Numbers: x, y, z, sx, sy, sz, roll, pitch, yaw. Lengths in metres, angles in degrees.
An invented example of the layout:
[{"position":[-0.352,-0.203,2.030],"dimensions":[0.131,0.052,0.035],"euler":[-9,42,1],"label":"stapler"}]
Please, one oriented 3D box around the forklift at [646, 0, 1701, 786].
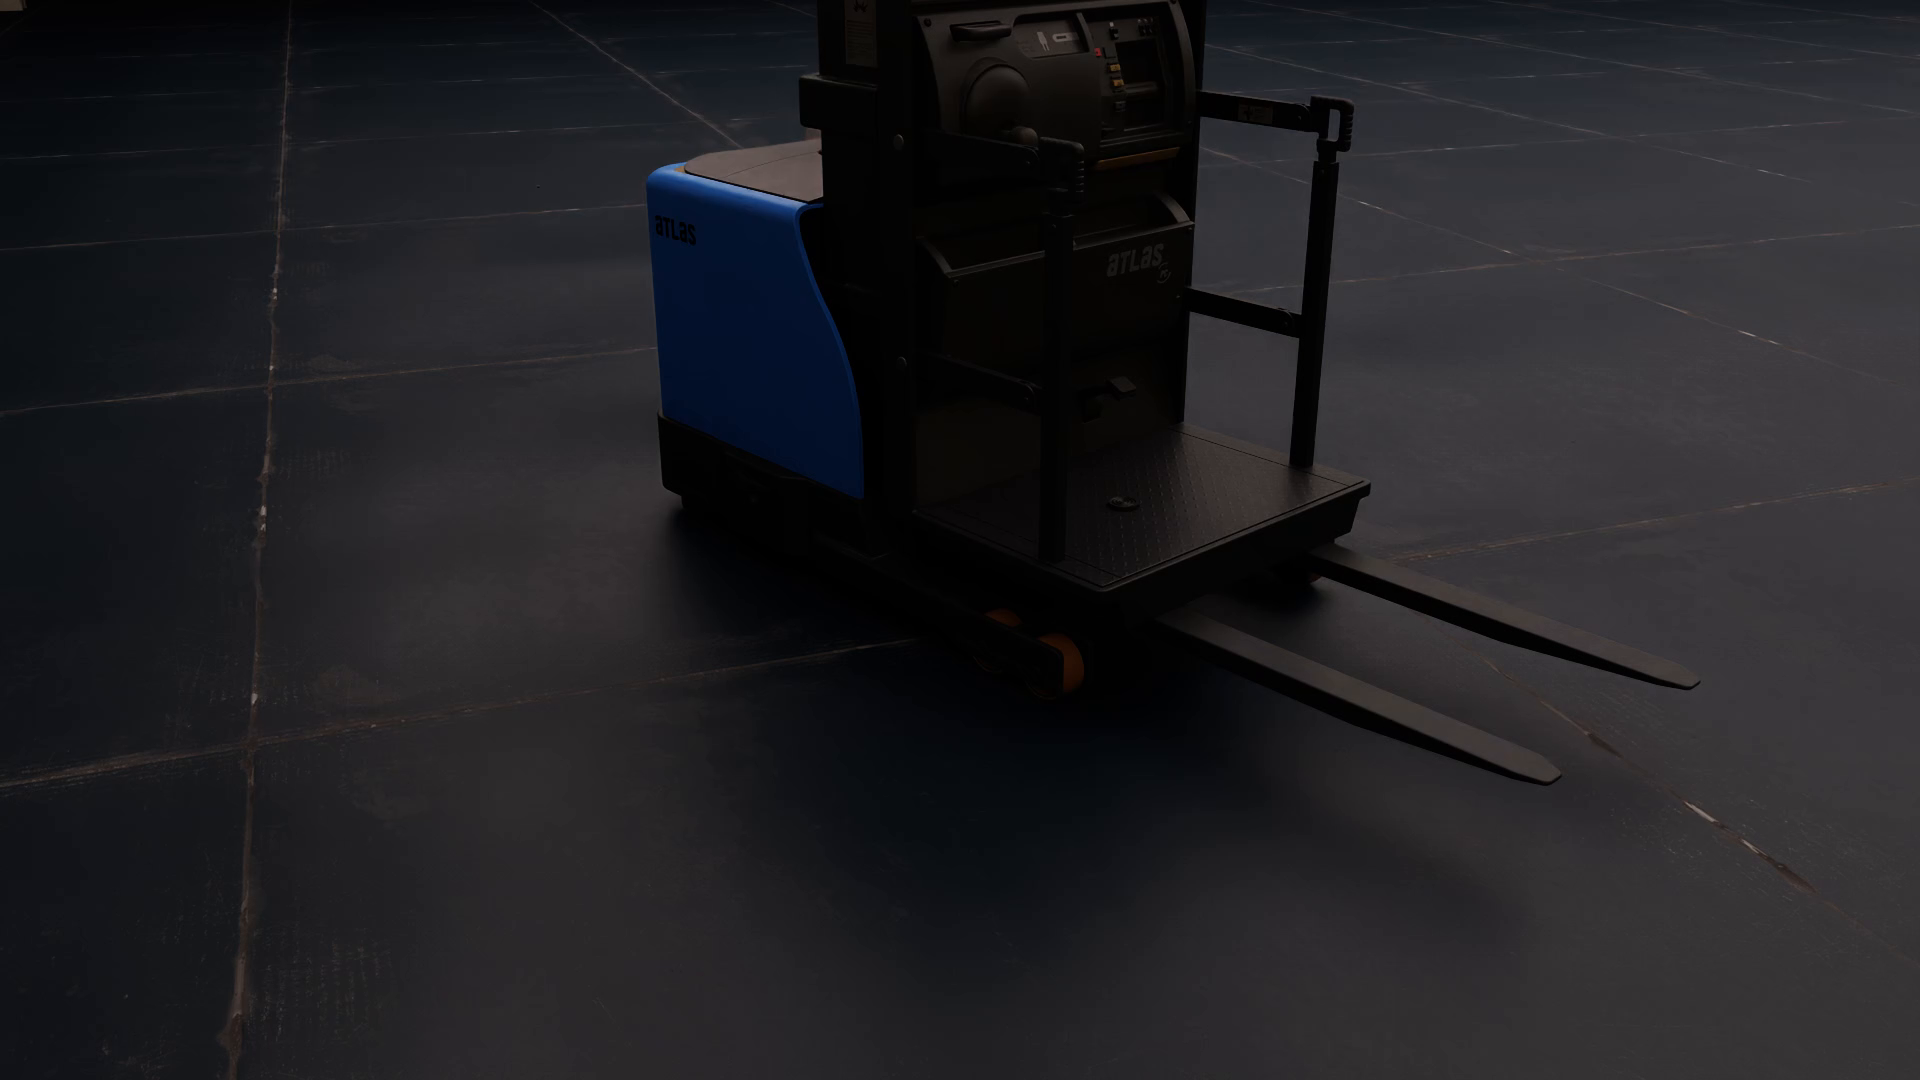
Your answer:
[{"position":[0.409,-1.176,4.096],"dimensions":[1.130,2.935,3.031],"euler":[-19,30,-38],"label":"forklift"}]
